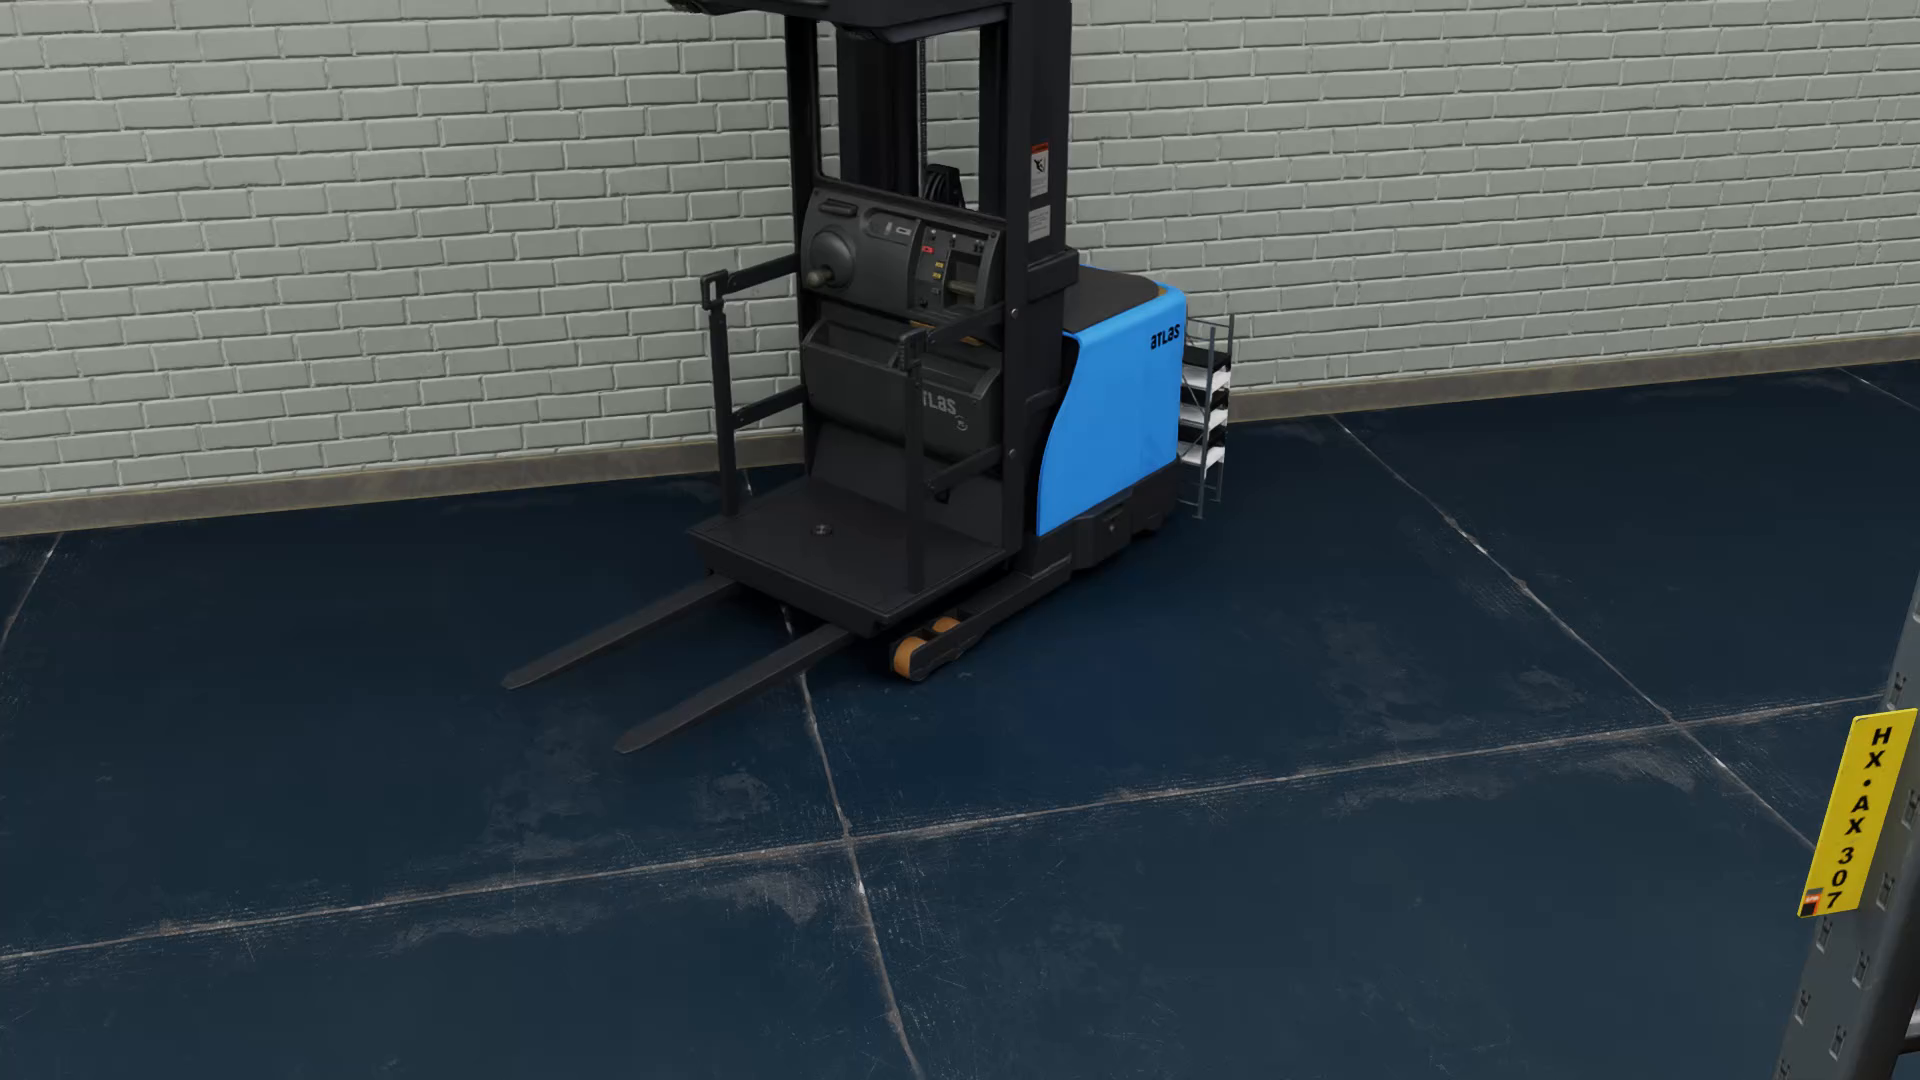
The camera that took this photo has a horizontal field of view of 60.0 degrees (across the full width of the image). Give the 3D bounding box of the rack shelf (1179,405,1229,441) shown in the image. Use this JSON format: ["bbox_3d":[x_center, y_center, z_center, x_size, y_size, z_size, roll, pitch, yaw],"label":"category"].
[{"bbox_3d":[1.032,-0.534,7.384,0.258,0.077,0.200,16,31,28],"label":"rack shelf"}]

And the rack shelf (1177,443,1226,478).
[{"bbox_3d":[1.032,-0.374,7.465,0.258,0.077,0.200,16,31,28],"label":"rack shelf"}]

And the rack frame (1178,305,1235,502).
[{"bbox_3d":[1.086,-0.603,7.446,0.240,0.900,0.006,16,31,28],"label":"rack frame"}]

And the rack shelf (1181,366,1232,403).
[{"bbox_3d":[1.032,-0.695,7.303,0.258,0.077,0.200,16,31,28],"label":"rack shelf"}]

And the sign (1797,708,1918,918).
[{"bbox_3d":[1.203,0.370,2.228,0.100,0.325,0.005,-6,27,-12],"label":"sign"}]

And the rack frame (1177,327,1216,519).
[{"bbox_3d":[0.978,-0.525,7.292,0.240,0.900,0.006,16,31,28],"label":"rack frame"}]

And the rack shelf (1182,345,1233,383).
[{"bbox_3d":[1.032,-0.775,7.262,0.258,0.077,0.200,16,31,28],"label":"rack shelf"}]

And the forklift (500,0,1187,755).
[{"bbox_3d":[-0.368,-1.036,6.049,1.130,2.935,3.031,21,33,35],"label":"forklift"}]

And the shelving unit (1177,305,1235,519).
[{"bbox_3d":[1.032,-0.564,7.369,0.258,0.900,0.210,16,31,28],"label":"shelving unit"}]

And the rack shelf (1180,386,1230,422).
[{"bbox_3d":[1.032,-0.615,7.343,0.258,0.077,0.200,16,31,28],"label":"rack shelf"}]

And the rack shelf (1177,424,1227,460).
[{"bbox_3d":[1.032,-0.454,7.424,0.258,0.077,0.200,16,31,28],"label":"rack shelf"}]
